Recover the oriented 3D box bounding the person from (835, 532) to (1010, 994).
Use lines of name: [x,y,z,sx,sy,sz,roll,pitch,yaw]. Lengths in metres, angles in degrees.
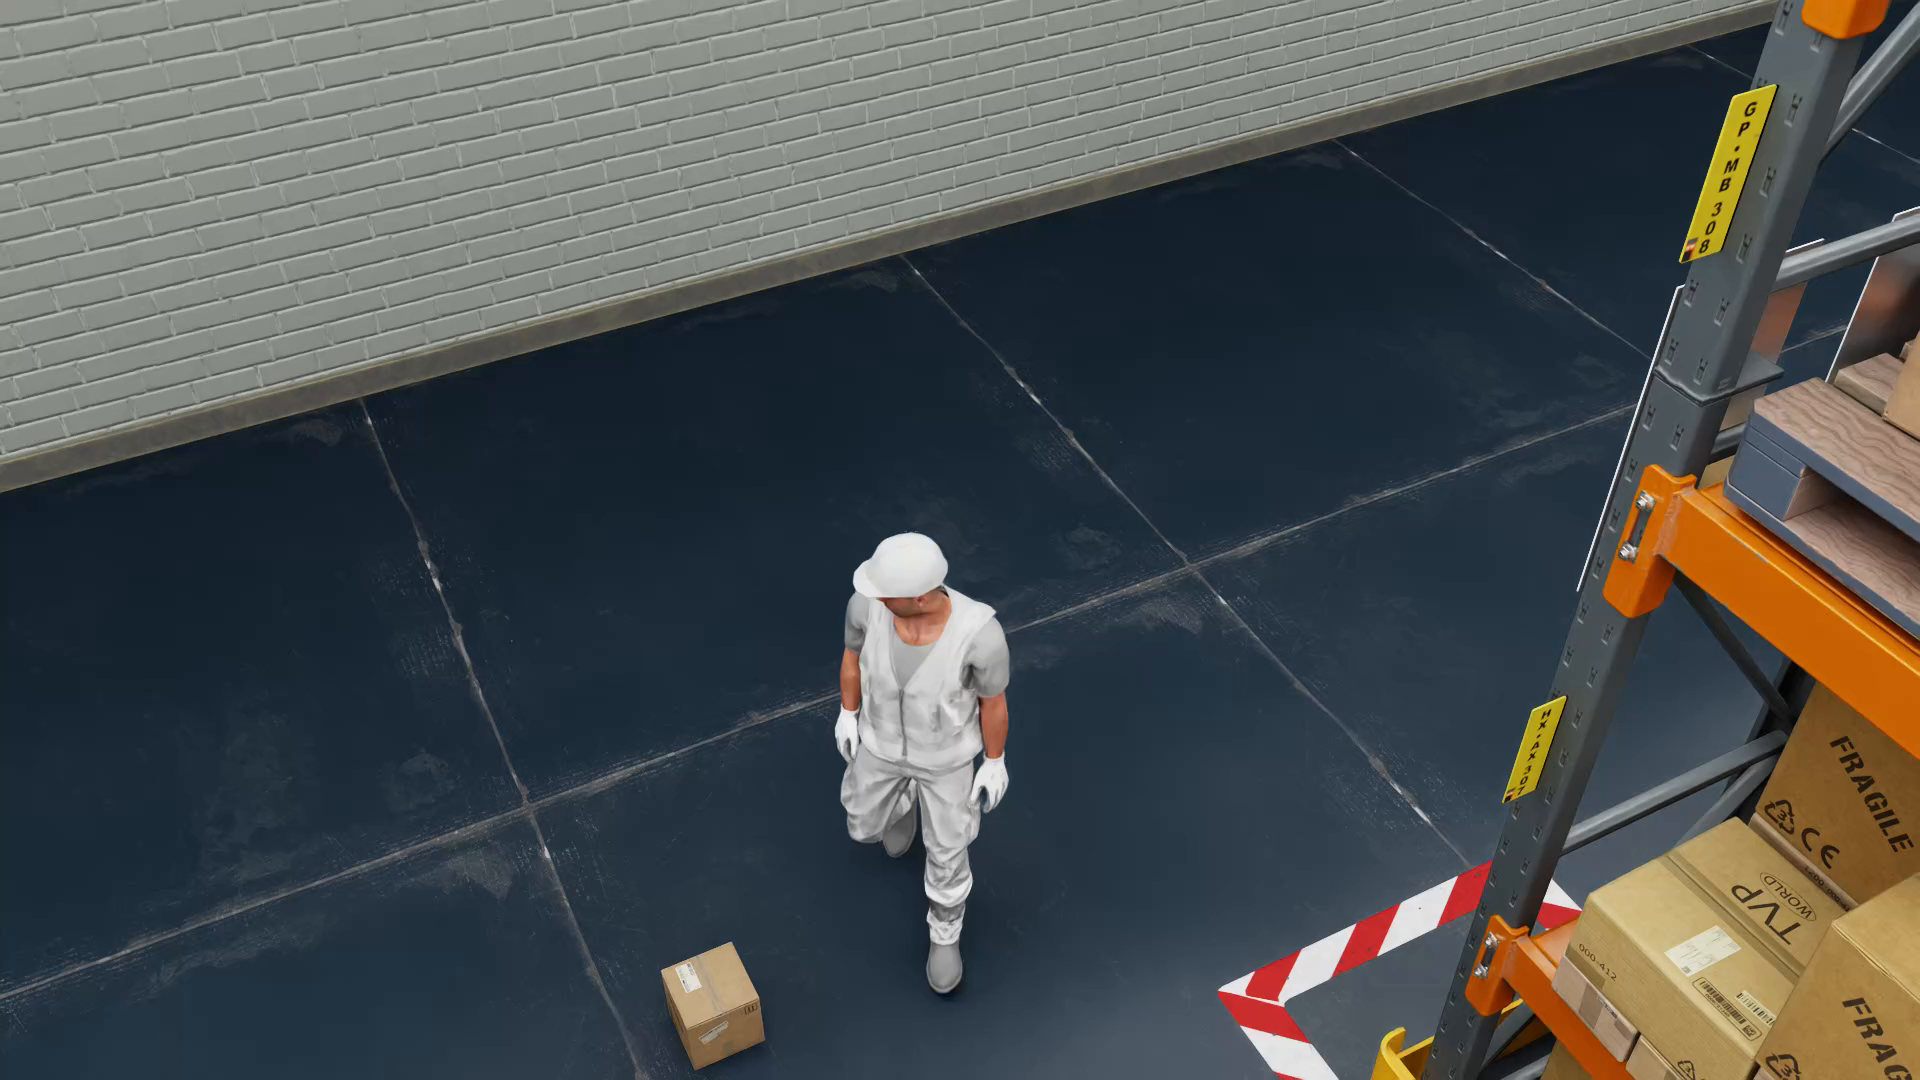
person: [-0.118,0.641,5.387,0.602,1.778,0.709,12,42,13]
